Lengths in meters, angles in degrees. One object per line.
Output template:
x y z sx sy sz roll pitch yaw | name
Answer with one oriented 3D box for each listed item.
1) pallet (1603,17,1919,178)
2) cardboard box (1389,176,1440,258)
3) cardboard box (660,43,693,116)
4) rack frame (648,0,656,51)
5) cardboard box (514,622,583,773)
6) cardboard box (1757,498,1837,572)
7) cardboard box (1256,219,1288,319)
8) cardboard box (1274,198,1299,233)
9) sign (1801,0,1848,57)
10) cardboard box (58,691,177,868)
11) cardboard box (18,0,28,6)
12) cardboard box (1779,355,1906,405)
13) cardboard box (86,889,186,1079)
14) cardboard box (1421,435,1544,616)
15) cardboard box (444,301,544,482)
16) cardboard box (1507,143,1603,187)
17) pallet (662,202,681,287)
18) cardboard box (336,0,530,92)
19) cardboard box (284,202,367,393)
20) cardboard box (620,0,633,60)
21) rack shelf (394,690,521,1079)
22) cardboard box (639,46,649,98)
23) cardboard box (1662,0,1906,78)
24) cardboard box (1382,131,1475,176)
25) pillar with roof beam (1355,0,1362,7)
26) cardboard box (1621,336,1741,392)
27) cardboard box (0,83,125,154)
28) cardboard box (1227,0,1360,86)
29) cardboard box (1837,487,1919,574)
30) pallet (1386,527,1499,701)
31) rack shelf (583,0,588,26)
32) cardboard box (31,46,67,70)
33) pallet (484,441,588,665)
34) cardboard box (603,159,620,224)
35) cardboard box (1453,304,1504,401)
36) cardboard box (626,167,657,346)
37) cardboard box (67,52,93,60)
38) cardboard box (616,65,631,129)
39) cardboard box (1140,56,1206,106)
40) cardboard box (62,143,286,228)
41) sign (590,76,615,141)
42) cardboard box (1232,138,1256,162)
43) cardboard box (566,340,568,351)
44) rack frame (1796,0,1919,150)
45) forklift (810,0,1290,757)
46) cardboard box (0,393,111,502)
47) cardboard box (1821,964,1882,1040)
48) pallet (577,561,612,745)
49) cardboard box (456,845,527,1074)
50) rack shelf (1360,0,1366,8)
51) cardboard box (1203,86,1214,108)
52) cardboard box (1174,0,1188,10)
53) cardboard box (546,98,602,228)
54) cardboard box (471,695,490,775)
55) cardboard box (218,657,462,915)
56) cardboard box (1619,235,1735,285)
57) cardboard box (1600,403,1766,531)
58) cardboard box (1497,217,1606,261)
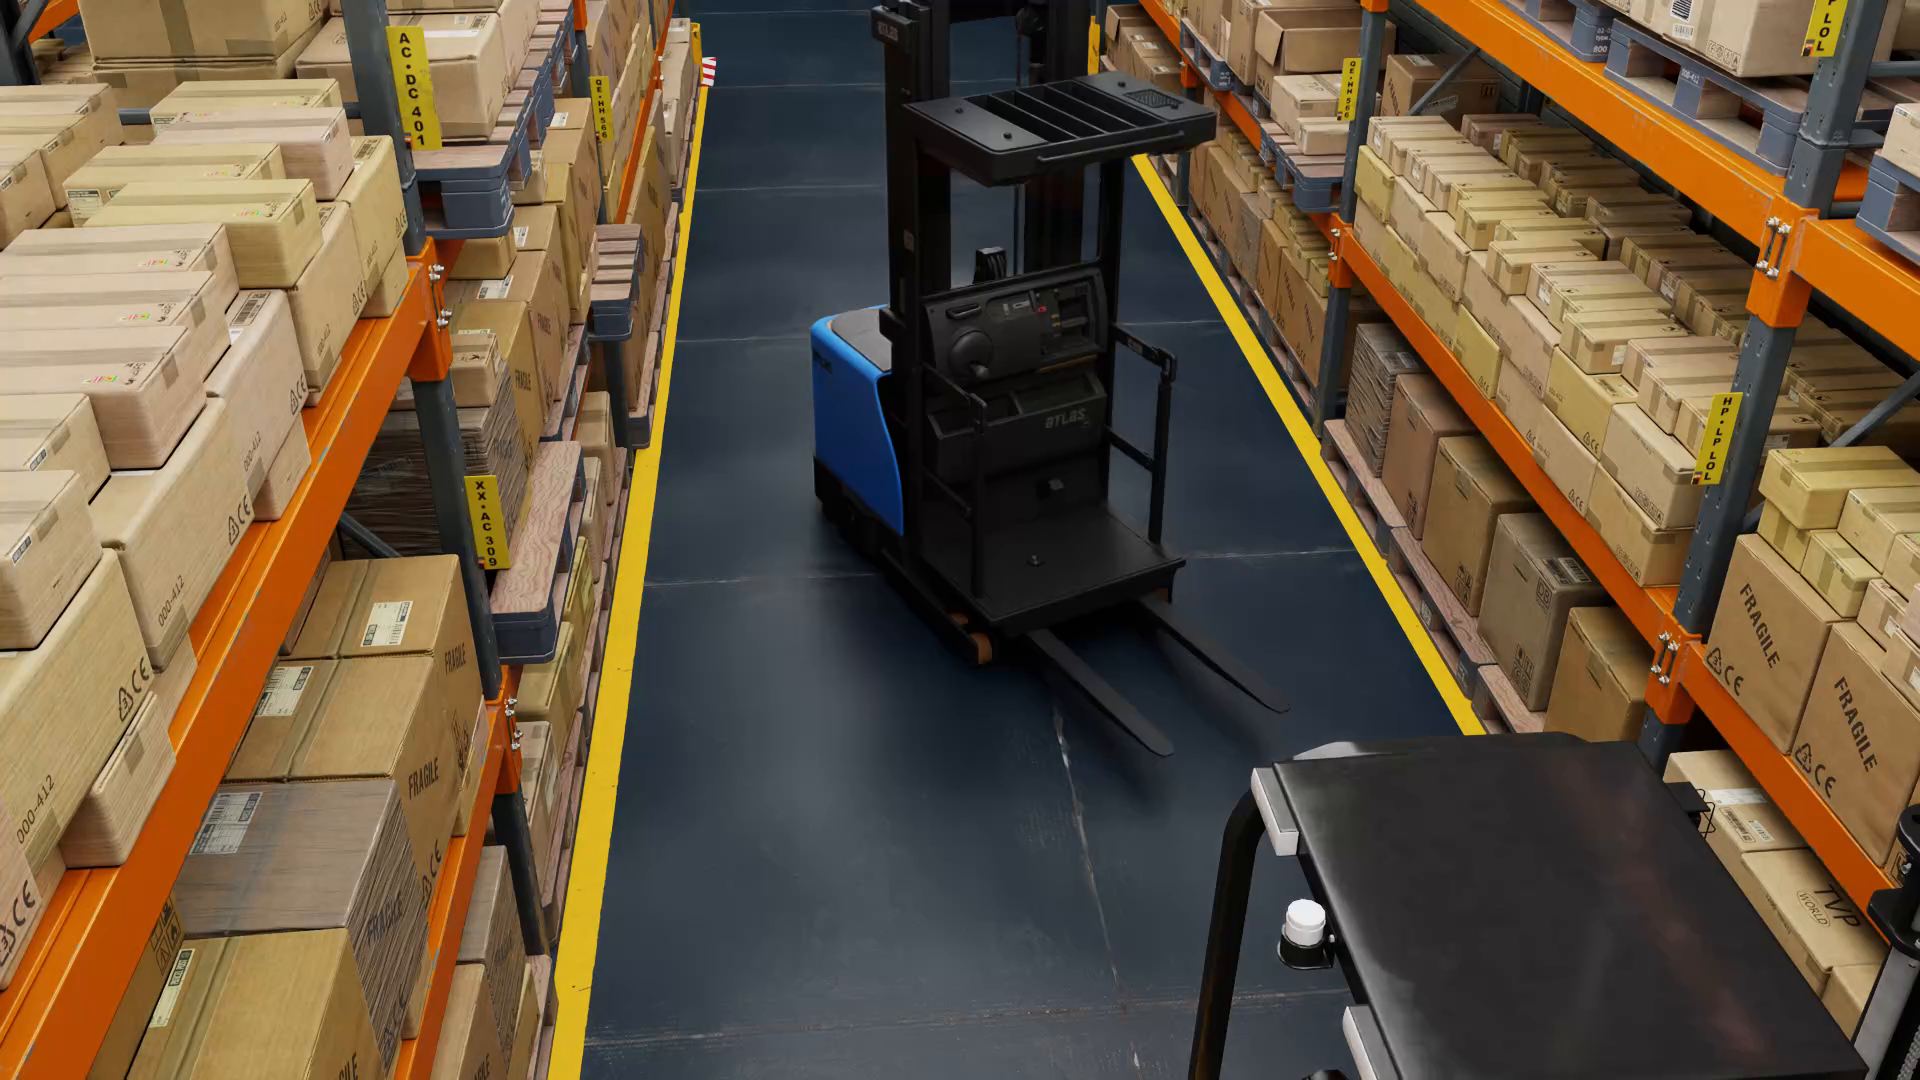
2.864 -1.545 5.673 0.805 0.209 1.217 -4 31 -7 | pallet
2.430 -1.588 8.142 0.500 0.250 0.500 -2 31 -3 | cardboard box
-2.848 -4.058 14.707 0.875 0.438 0.875 -2 31 -3 | cardboard box
-2.730 -3.734 12.076 1.000 3.000 0.127 -3 31 -5 | rack frame
-2.104 0.664 6.867 0.950 0.372 0.625 -1 31 -1 | cardboard box
2.727 -0.036 5.154 0.380 0.149 0.250 -3 31 -5 | cardboard box
2.244 -1.767 10.812 0.500 0.500 0.500 -1 31 -2 | cardboard box
2.247 -2.096 10.729 0.380 0.149 0.250 -3 31 -5 | cardboard box
2.420 -1.503 4.605 0.100 0.325 0.005 -3 31 -5 | sign
-1.441 0.368 2.528 0.380 0.149 0.250 -2 31 -4 | cardboard box
-7.508 -4.392 12.790 0.500 0.500 0.500 -3 31 -6 | cardboard box
3.167 -0.540 5.999 0.380 0.149 0.250 -4 31 -6 | cardboard box
-1.972 0.767 3.179 0.700 0.500 0.500 -3 31 -5 | cardboard box
2.762 -0.096 7.892 0.875 0.625 0.625 -4 31 -7 | cardboard box
-1.788 -0.509 5.881 0.500 0.500 0.500 -3 31 -4 | cardboard box
2.917 -1.833 8.164 0.380 0.149 0.250 -3 31 -5 | cardboard box
-2.582 -2.147 12.138 1.003 0.211 1.213 -3 31 -5 | pallet
-1.686 -1.630 5.365 0.500 0.250 0.500 -3 31 -5 | cardboard box
-1.625 -0.530 3.644 0.500 0.250 0.500 -3 31 -5 | cardboard box
-2.291 -3.203 10.115 0.500 0.500 0.500 -2 31 -4 | cardboard box
-1.795 1.680 3.713 1.077 0.370 4.000 -3 31 -5 | rack shelf
-2.390 -3.193 11.316 0.500 0.250 0.500 -3 31 -5 | cardboard box
2.649 -1.720 5.359 0.500 0.311 0.500 -4 31 -6 | cardboard box
2.349 -1.940 8.343 0.380 0.149 0.250 -2 31 -4 | cardboard box
-1.242 -6.742 11.262 9.100 9.000 0.400 -3 31 -5 | pillar with roof beam
2.694 -0.633 6.154 0.380 0.149 0.250 -3 31 -5 | cardboard box
-2.278 -0.996 4.034 0.380 0.149 0.250 -3 31 -5 | cardboard box
2.156 -3.274 10.800 0.700 0.500 0.500 -3 31 -5 | cardboard box
2.826 -0.033 4.860 0.380 0.149 0.250 -2 31 -4 | cardboard box
2.735 0.309 8.027 1.003 0.211 1.213 -3 31 -5 | pallet
-2.543 -3.692 9.782 1.077 0.370 4.000 -3 31 -5 | rack shelf
-8.166 -4.281 14.782 0.380 0.149 0.250 -2 31 -4 | cardboard box
-1.909 0.035 5.953 1.003 0.211 1.213 -3 31 -5 | pallet
-2.151 -1.889 9.134 0.500 0.250 0.500 -3 31 -5 | cardboard box
2.528 -0.844 7.385 0.500 0.250 0.500 -2 31 -3 | cardboard box
-2.417 -1.772 10.454 0.875 0.875 0.875 -2 31 -4 | cardboard box
-7.603 -4.184 14.620 0.380 0.149 0.250 -3 31 -6 | cardboard box
-2.239 -2.632 9.889 0.500 0.250 0.500 -3 31 -5 | cardboard box
1.939 -3.838 14.279 0.700 0.500 0.500 -4 31 -6 | cardboard box
-1.699 -0.754 3.630 0.380 0.149 0.250 -2 31 -3 | cardboard box
-1.816 -2.186 8.432 0.100 0.325 0.005 -3 31 -5 | sign
2.158 -2.756 11.835 0.380 0.149 0.250 -3 31 -5 | cardboard box
-1.867 -0.821 7.035 0.380 0.149 0.250 -4 31 -6 | cardboard box
2.960 -2.465 4.101 1.000 3.000 0.127 -3 31 -5 | rack frame
0.377 -0.936 7.459 1.130 2.935 3.031 -16 34 -25 | forklift
-1.549 -0.099 2.534 0.380 0.149 0.250 -2 31 -4 | cardboard box
2.788 1.458 4.680 0.500 0.250 0.500 -2 31 -3 | cardboard box
-2.173 0.526 7.664 1.003 0.211 1.213 -3 31 -5 | pallet
-1.660 1.318 5.159 0.500 0.500 0.500 -3 31 -5 | cardboard box
2.399 -3.932 10.184 1.077 0.370 4.000 -3 31 -5 | rack shelf
2.041 -3.294 12.445 0.380 0.149 0.250 -3 31 -5 | cardboard box
1.922 -4.285 12.856 0.500 0.250 0.500 -2 31 -3 | cardboard box
-2.037 -1.824 8.082 0.500 0.500 0.500 -4 31 -6 | cardboard box
-1.649 0.608 5.053 0.380 0.149 0.250 -3 31 -5 | cardboard box
-1.638 0.657 4.337 0.500 0.500 0.500 -2 31 -3 | cardboard box
3.044 -1.181 7.072 0.380 0.149 0.250 -2 31 -4 | cardboard box
2.659 -0.278 5.949 0.500 0.250 0.500 -3 31 -6 | cardboard box
2.574 -1.290 7.254 0.380 0.149 0.250 -3 31 -5 | cardboard box
